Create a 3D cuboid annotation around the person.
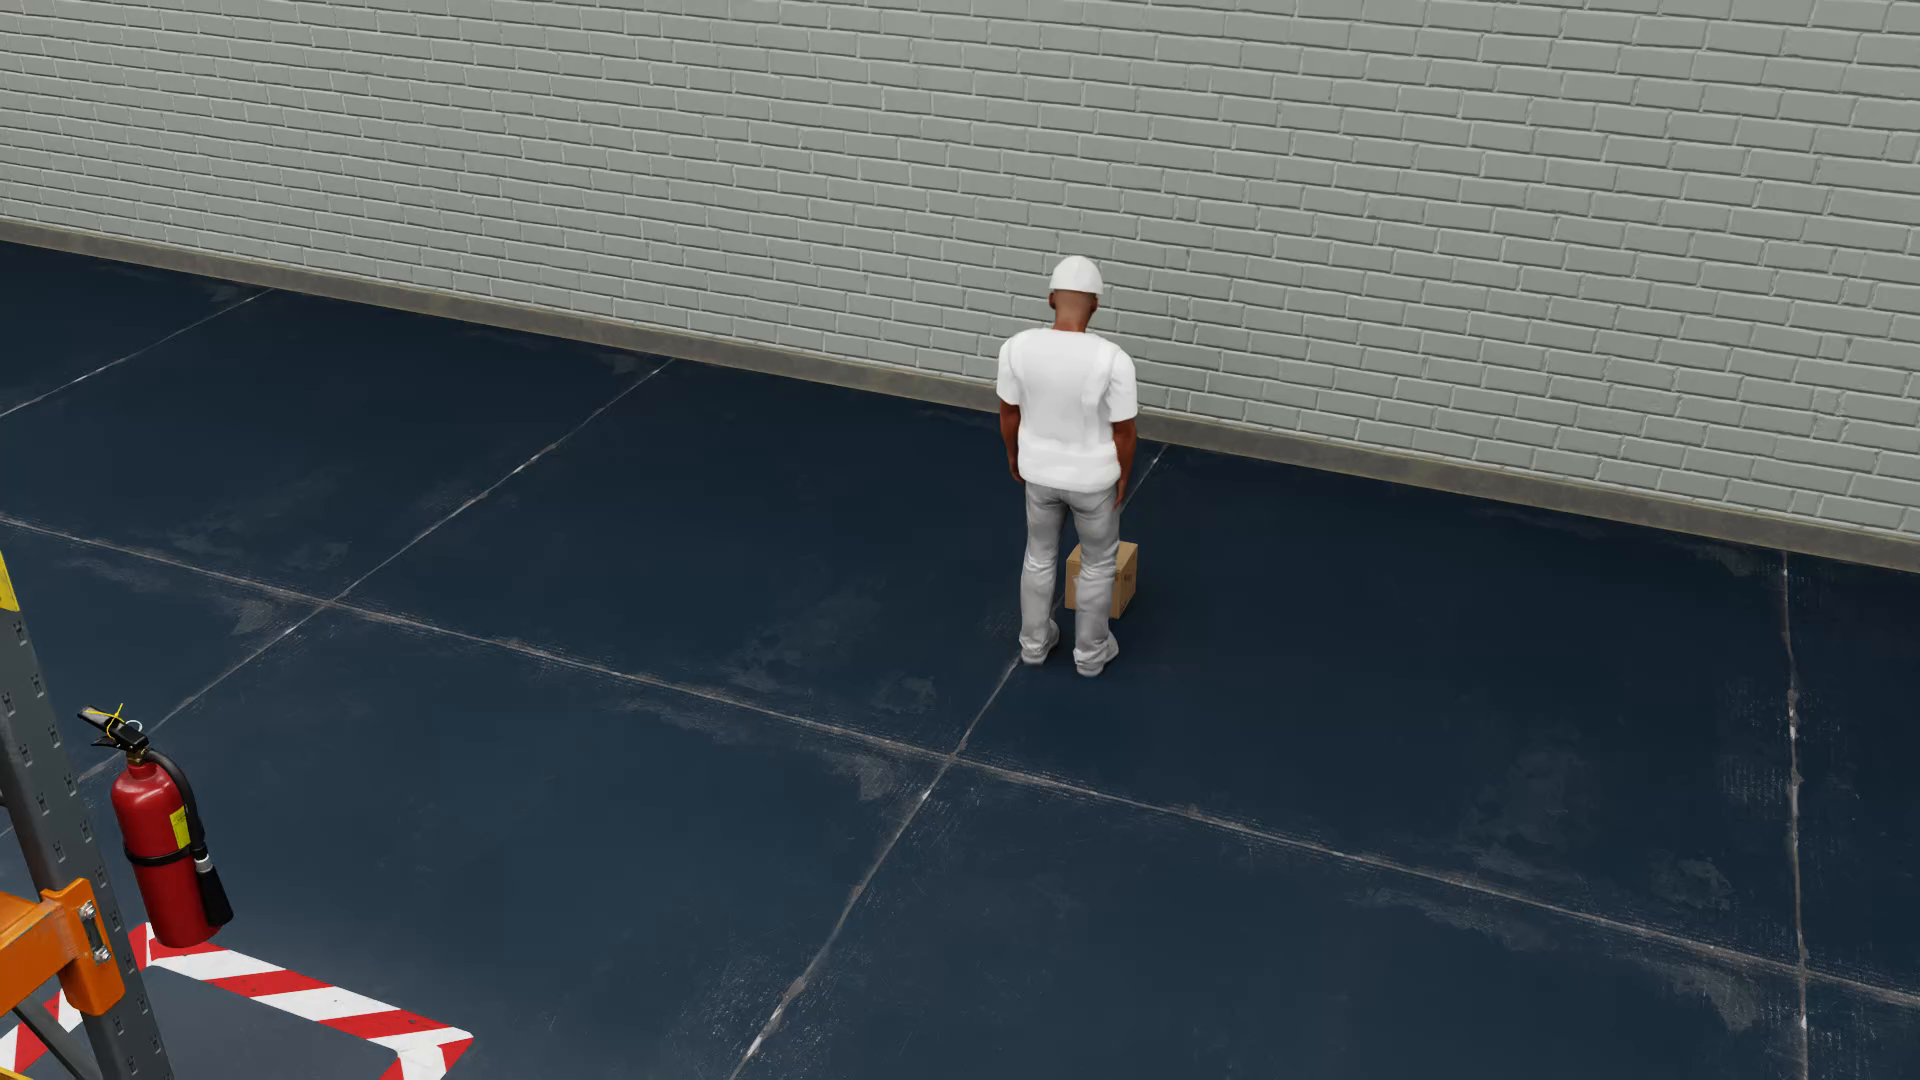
[{"bbox_3d":[0.427,-0.279,6.607,0.571,1.753,0.378,12,32,20],"label":"person"}]
